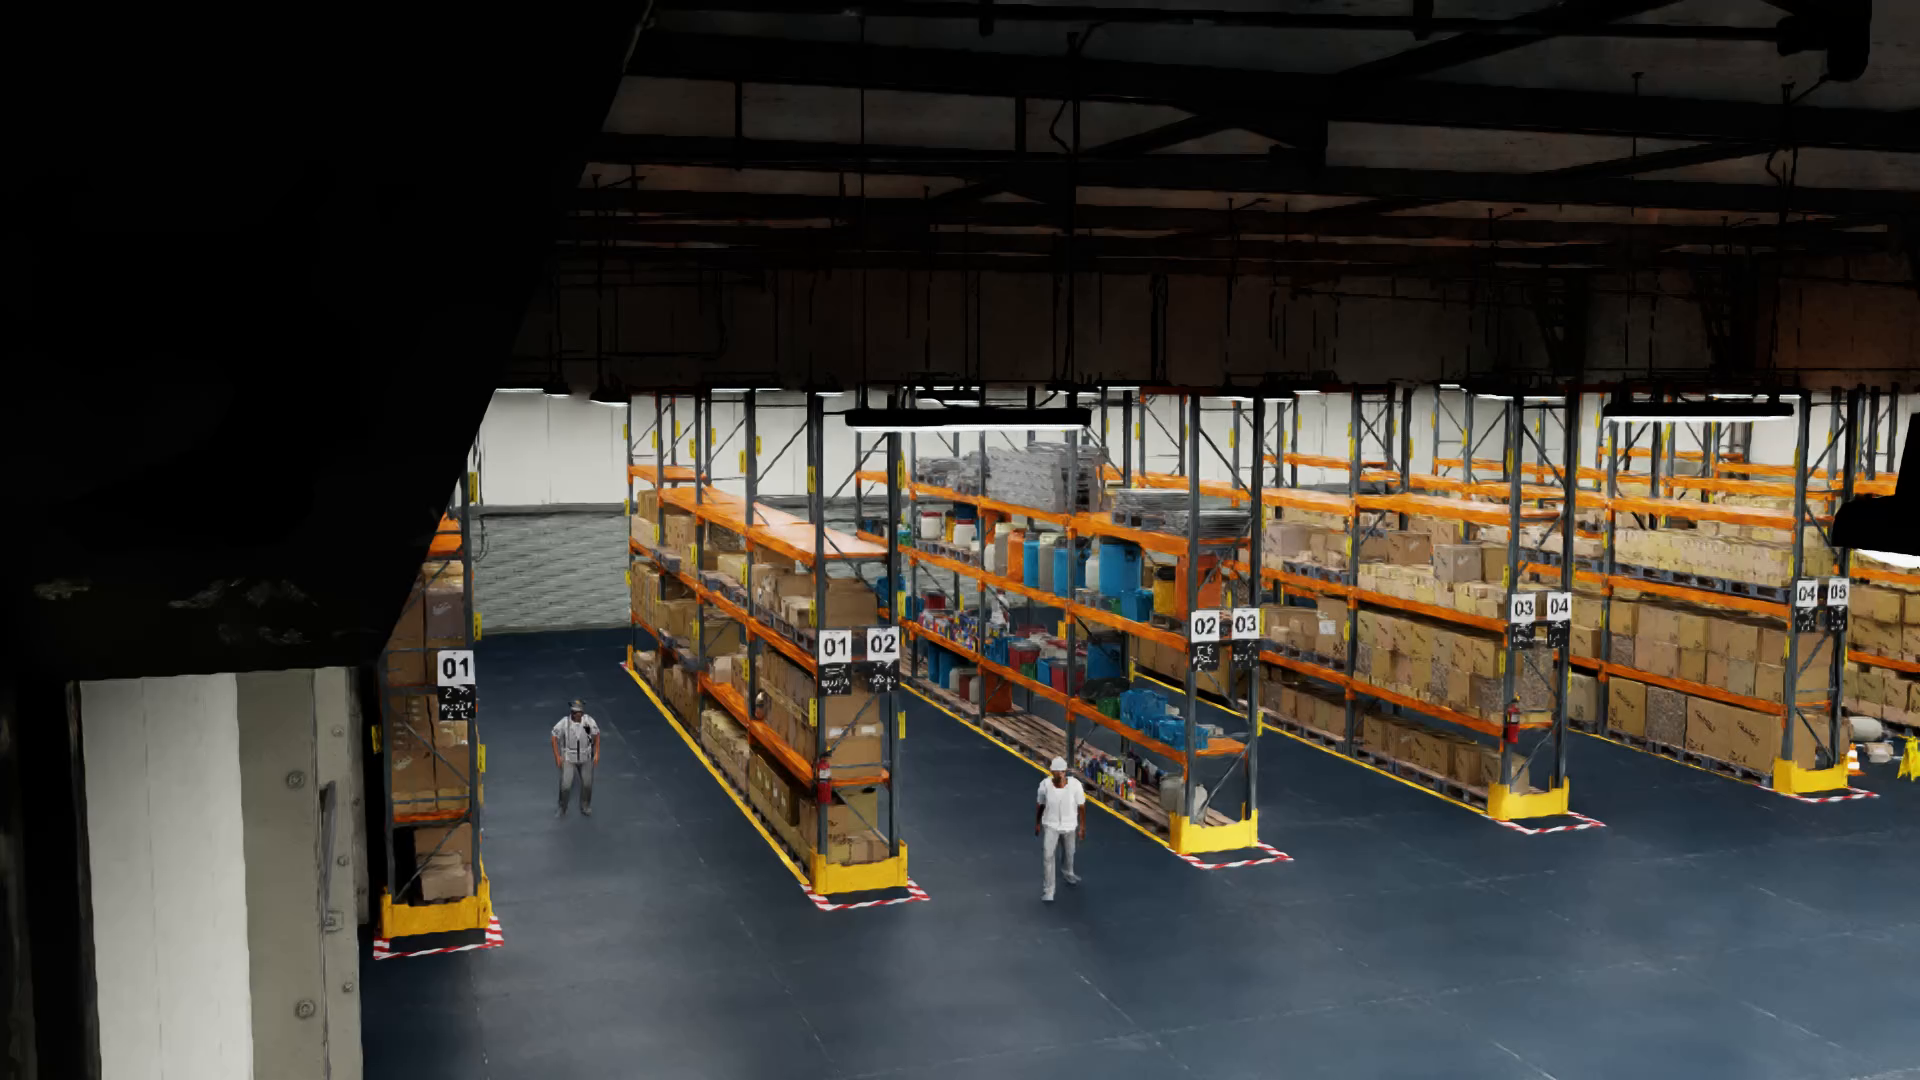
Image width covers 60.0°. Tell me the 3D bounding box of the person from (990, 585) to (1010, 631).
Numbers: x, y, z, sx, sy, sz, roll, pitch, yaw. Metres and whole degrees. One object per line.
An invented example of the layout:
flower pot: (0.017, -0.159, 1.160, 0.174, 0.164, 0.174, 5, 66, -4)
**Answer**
person: (0.858, 1.762, 35.482, 0.404, 1.786, 0.660, -3, 7, -29)

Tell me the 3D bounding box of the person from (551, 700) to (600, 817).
person: (-5.415, 3.069, 23.461, 0.682, 1.704, 0.542, -2, 6, -20)

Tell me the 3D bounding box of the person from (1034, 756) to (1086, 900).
person: (1.207, 3.415, 20.029, 0.616, 1.694, 0.950, 0, 6, 1)

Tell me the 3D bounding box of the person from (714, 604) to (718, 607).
person: (-5.927, 1.400, 39.875, 0.582, 1.654, 0.553, 4, 7, 33)
